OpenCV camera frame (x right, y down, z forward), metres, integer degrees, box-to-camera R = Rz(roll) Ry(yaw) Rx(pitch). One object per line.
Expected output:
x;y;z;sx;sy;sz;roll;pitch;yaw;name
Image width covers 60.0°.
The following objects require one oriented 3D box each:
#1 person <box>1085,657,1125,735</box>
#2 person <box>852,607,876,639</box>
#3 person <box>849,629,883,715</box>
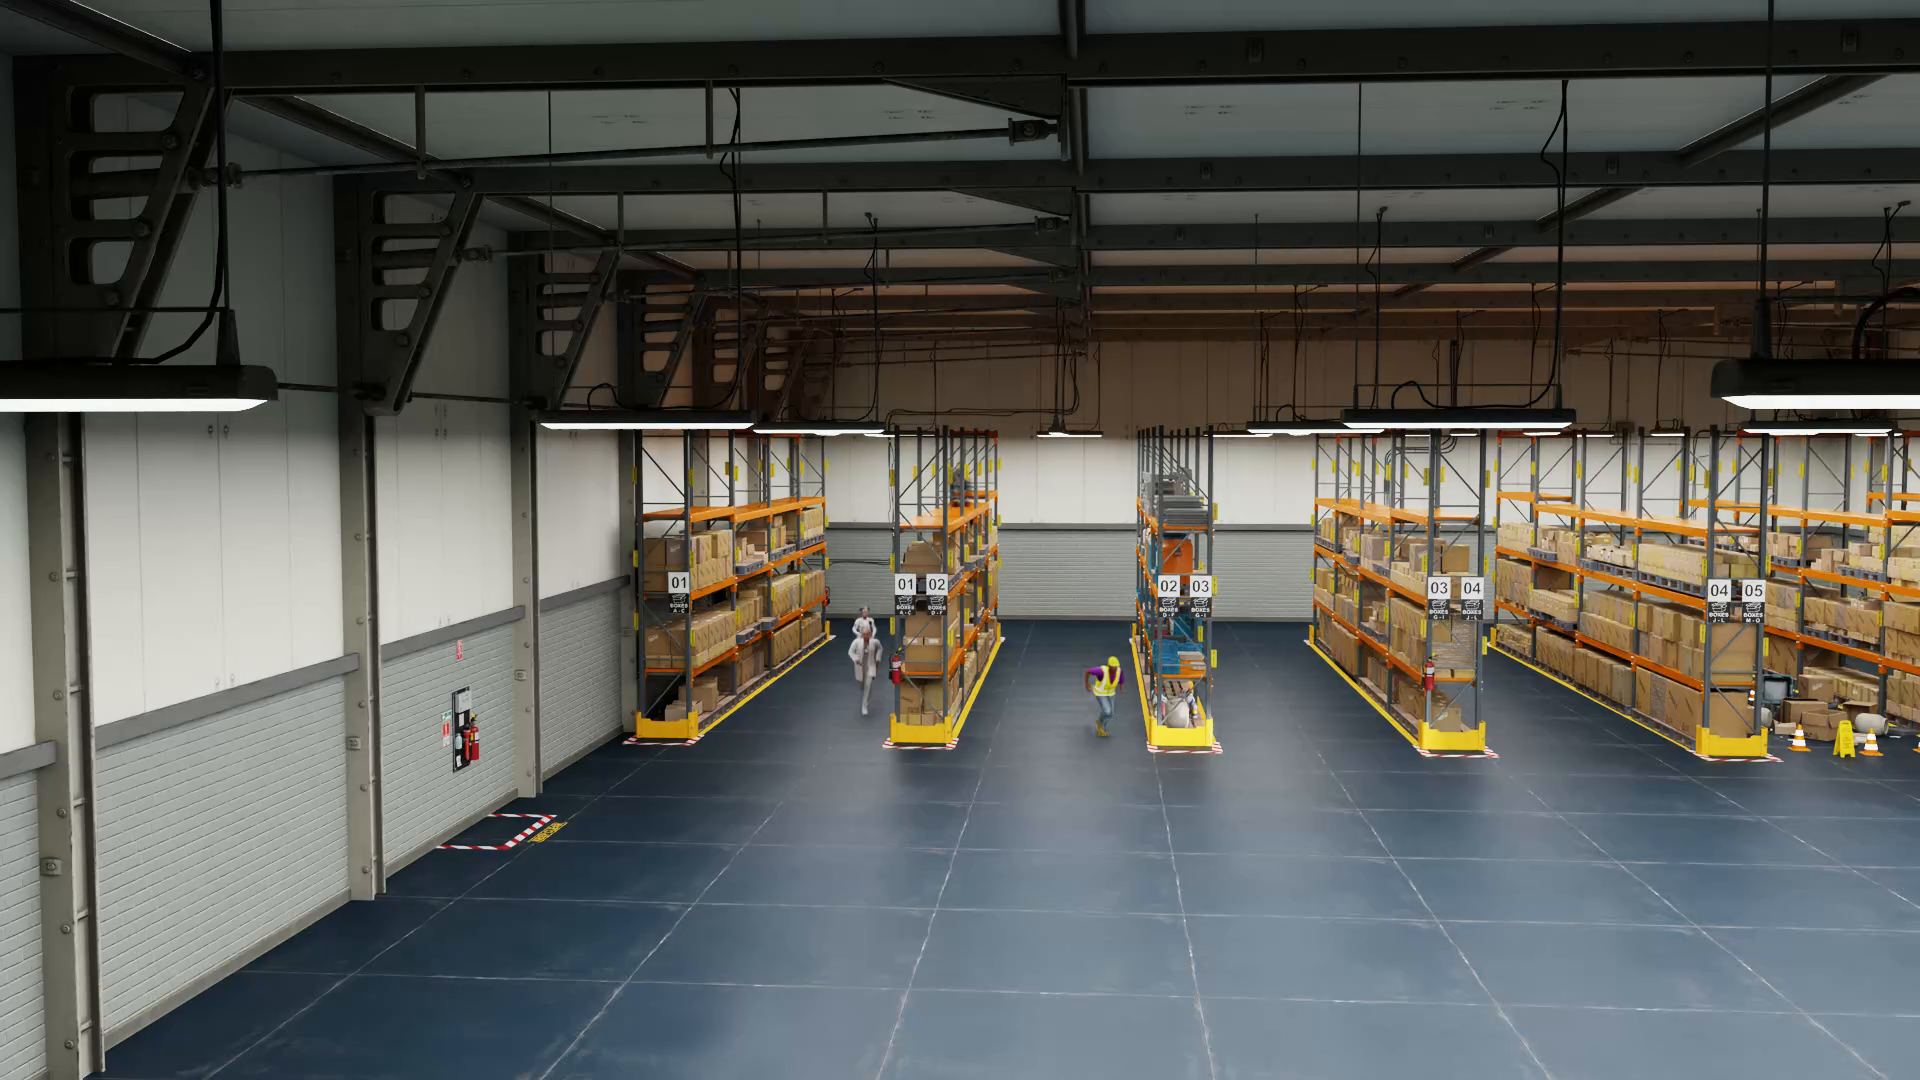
2.779;3.003;31.916;0.740;1.578;0.894;-1;4;-22;person
-2.327;2.458;40.621;0.602;1.669;0.545;0;3;-7;person
-1.991;2.738;35.178;0.712;1.778;1.188;0;3;2;person
